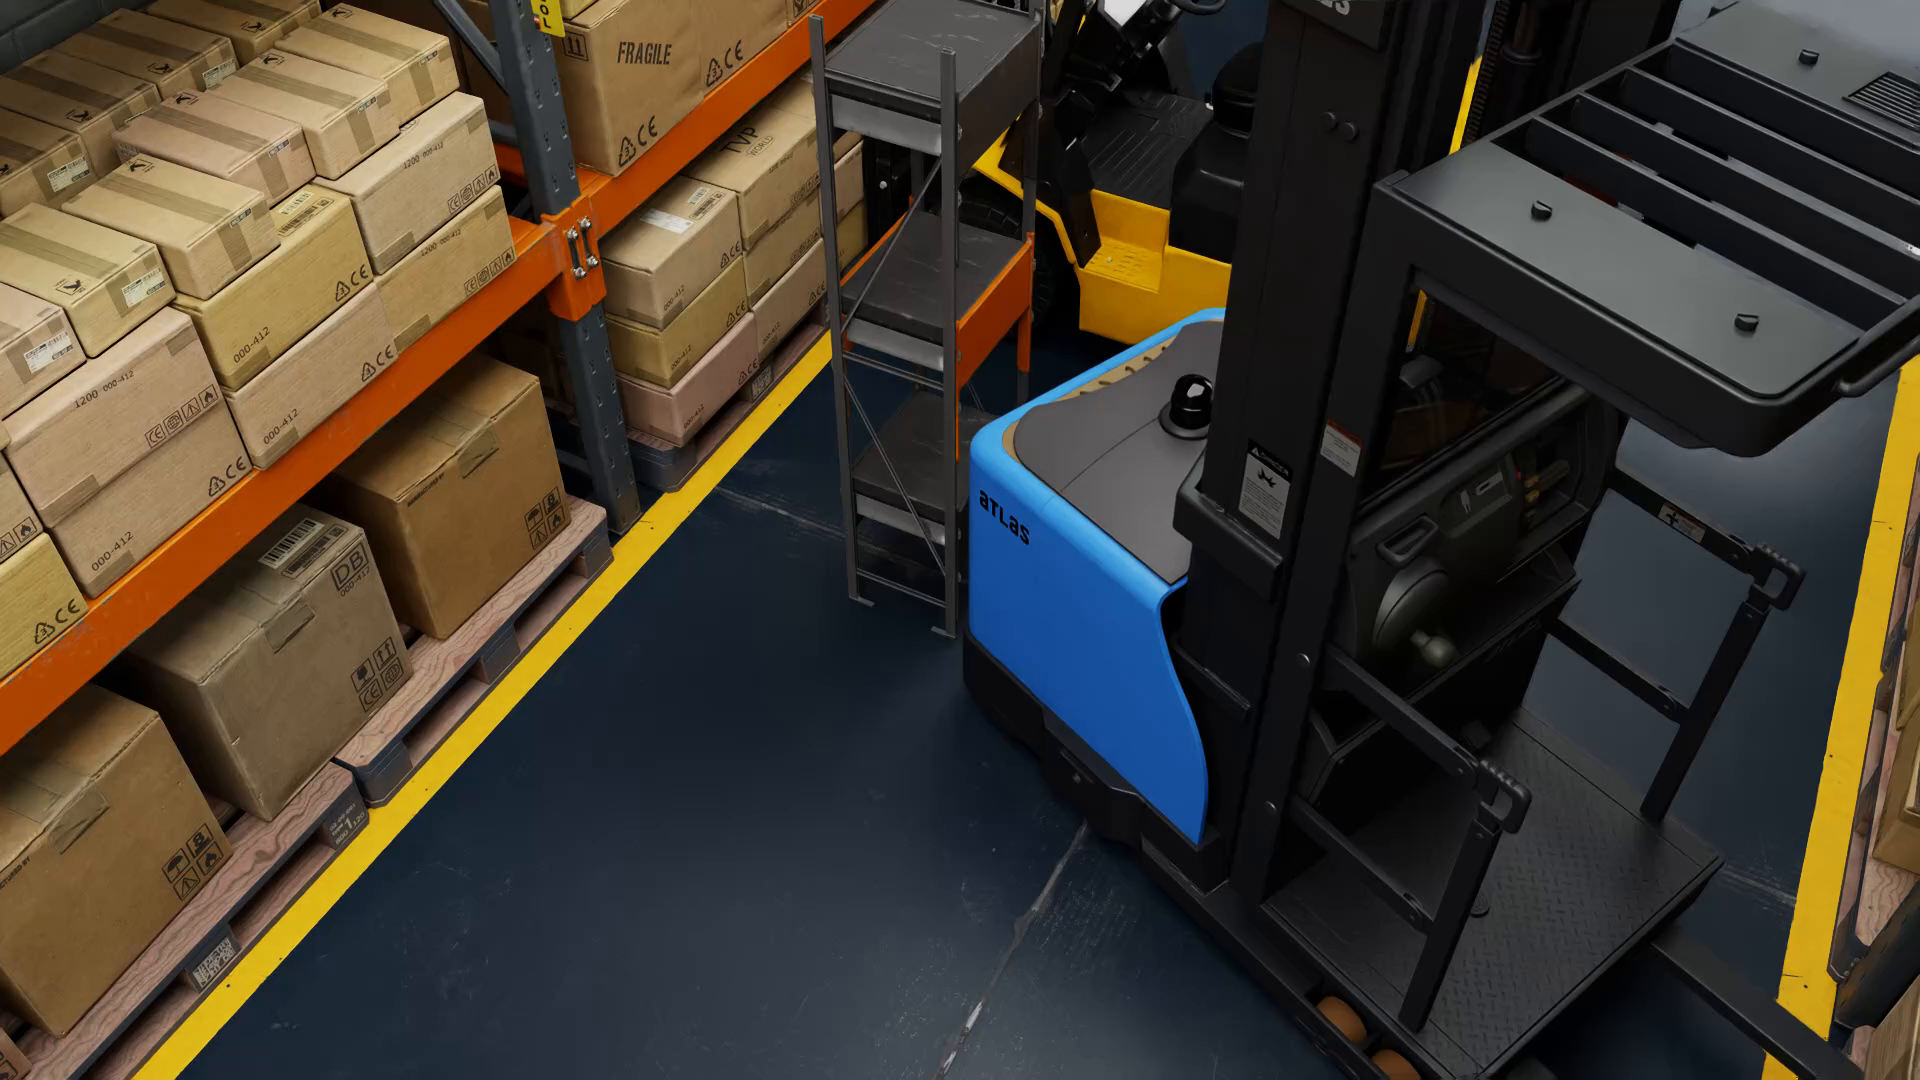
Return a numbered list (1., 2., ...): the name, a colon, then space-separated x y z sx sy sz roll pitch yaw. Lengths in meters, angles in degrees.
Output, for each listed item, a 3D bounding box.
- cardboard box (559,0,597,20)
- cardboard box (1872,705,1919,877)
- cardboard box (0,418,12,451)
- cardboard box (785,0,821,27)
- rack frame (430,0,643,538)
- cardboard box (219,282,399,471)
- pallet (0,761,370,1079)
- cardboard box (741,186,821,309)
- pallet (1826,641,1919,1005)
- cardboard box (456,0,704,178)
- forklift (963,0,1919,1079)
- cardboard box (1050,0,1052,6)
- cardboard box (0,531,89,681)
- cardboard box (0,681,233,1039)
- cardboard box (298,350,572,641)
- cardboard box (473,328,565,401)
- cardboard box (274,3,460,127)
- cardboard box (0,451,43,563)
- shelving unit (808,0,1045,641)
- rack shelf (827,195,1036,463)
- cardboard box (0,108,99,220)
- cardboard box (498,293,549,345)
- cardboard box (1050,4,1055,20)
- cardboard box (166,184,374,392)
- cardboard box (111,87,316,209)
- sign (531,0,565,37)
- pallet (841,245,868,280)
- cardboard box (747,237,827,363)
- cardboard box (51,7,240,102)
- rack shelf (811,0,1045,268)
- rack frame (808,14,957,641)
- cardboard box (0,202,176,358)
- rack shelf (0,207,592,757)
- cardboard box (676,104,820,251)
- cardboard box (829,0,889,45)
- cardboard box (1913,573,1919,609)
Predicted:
1. cardboard box: -1.203 -1.643 4.738 0.380 0.149 0.250 20 49 18
2. cardboard box: 2.851 0.729 4.559 0.500 0.250 0.500 23 50 21
3. cardboard box: -2.167 -0.233 3.345 0.380 0.149 0.250 19 48 18
4. cardboard box: -0.685 -2.147 5.693 0.500 0.500 0.500 20 49 19
5. rack frame: -1.584 -1.266 4.892 1.000 3.000 0.127 20 49 19
6. cardboard box: -1.814 -0.491 4.231 0.500 0.250 0.500 20 49 19
7. pallet: -2.456 0.963 4.650 1.003 0.211 1.213 20 49 19
8. cardboard box: -0.854 -1.143 6.057 0.500 0.250 0.500 20 49 19
9. pallet: 3.095 0.916 4.696 1.003 0.211 1.213 20 49 19
10. cardboard box: -1.146 -1.494 5.047 0.500 0.500 0.500 19 48 18
11. forklift: 1.323 0.039 3.650 1.130 2.935 3.031 -30 52 -26
12. cardboard box: 0.082 -2.420 7.319 0.500 0.250 0.500 20 49 19
13. cardboard box: -2.305 0.140 3.608 0.500 0.250 0.500 22 49 20
14. cardboard box: -2.530 0.714 4.309 0.875 0.625 0.625 19 48 17
15. cardboard box: -1.816 -0.246 5.259 0.875 0.625 0.625 23 50 21
16. cardboard box: -1.537 -0.819 6.089 0.500 0.250 0.500 21 49 19
17. cardboard box: -1.545 -1.240 4.341 0.380 0.149 0.250 22 49 20
18. cardboard box: -2.311 -0.037 3.431 0.500 0.250 0.500 21 49 20
19. shelving unit: -0.077 -0.634 4.900 0.431 2.100 0.503 20 49 19
20. rack shelf: -0.077 -0.624 4.910 0.431 0.518 0.480 20 49 19
21. cardboard box: -2.325 -0.902 4.006 0.380 0.149 0.250 20 49 19
22. cardboard box: -1.539 -0.997 5.913 0.500 0.250 0.500 19 48 18
23. cardboard box: 0.096 -2.256 7.509 0.500 0.250 0.500 20 49 19
24. cardboard box: -1.817 -0.668 4.056 0.500 0.250 0.500 19 48 18
25. cardboard box: -1.809 -0.935 4.039 0.380 0.149 0.250 20 49 19
26. sign: -1.098 -1.472 4.337 0.100 0.325 0.005 20 49 19
27. pallet: -0.612 -1.544 7.128 1.003 0.211 1.213 20 49 19
28. cardboard box: -0.844 -0.967 6.235 0.500 0.250 0.500 19 48 18
29. cardboard box: -2.108 -1.227 4.327 0.380 0.149 0.250 19 48 18
30. rack shelf: -0.077 -1.116 4.412 0.431 0.518 0.480 20 49 19
31. rack frame: -0.190 -0.480 4.748 0.400 2.100 0.015 20 49 19
32. cardboard box: -1.991 -0.581 3.689 0.380 0.149 0.250 19 48 18
33. rack shelf: -2.512 0.247 3.903 1.077 0.370 4.000 20 49 19
34. cardboard box: -0.835 -1.318 5.879 0.500 0.250 0.500 21 49 19
35. cardboard box: -0.363 -1.963 6.517 0.500 0.250 0.500 20 49 18
36. cardboard box: 3.330 0.071 5.209 0.500 0.250 0.500 21 49 20
